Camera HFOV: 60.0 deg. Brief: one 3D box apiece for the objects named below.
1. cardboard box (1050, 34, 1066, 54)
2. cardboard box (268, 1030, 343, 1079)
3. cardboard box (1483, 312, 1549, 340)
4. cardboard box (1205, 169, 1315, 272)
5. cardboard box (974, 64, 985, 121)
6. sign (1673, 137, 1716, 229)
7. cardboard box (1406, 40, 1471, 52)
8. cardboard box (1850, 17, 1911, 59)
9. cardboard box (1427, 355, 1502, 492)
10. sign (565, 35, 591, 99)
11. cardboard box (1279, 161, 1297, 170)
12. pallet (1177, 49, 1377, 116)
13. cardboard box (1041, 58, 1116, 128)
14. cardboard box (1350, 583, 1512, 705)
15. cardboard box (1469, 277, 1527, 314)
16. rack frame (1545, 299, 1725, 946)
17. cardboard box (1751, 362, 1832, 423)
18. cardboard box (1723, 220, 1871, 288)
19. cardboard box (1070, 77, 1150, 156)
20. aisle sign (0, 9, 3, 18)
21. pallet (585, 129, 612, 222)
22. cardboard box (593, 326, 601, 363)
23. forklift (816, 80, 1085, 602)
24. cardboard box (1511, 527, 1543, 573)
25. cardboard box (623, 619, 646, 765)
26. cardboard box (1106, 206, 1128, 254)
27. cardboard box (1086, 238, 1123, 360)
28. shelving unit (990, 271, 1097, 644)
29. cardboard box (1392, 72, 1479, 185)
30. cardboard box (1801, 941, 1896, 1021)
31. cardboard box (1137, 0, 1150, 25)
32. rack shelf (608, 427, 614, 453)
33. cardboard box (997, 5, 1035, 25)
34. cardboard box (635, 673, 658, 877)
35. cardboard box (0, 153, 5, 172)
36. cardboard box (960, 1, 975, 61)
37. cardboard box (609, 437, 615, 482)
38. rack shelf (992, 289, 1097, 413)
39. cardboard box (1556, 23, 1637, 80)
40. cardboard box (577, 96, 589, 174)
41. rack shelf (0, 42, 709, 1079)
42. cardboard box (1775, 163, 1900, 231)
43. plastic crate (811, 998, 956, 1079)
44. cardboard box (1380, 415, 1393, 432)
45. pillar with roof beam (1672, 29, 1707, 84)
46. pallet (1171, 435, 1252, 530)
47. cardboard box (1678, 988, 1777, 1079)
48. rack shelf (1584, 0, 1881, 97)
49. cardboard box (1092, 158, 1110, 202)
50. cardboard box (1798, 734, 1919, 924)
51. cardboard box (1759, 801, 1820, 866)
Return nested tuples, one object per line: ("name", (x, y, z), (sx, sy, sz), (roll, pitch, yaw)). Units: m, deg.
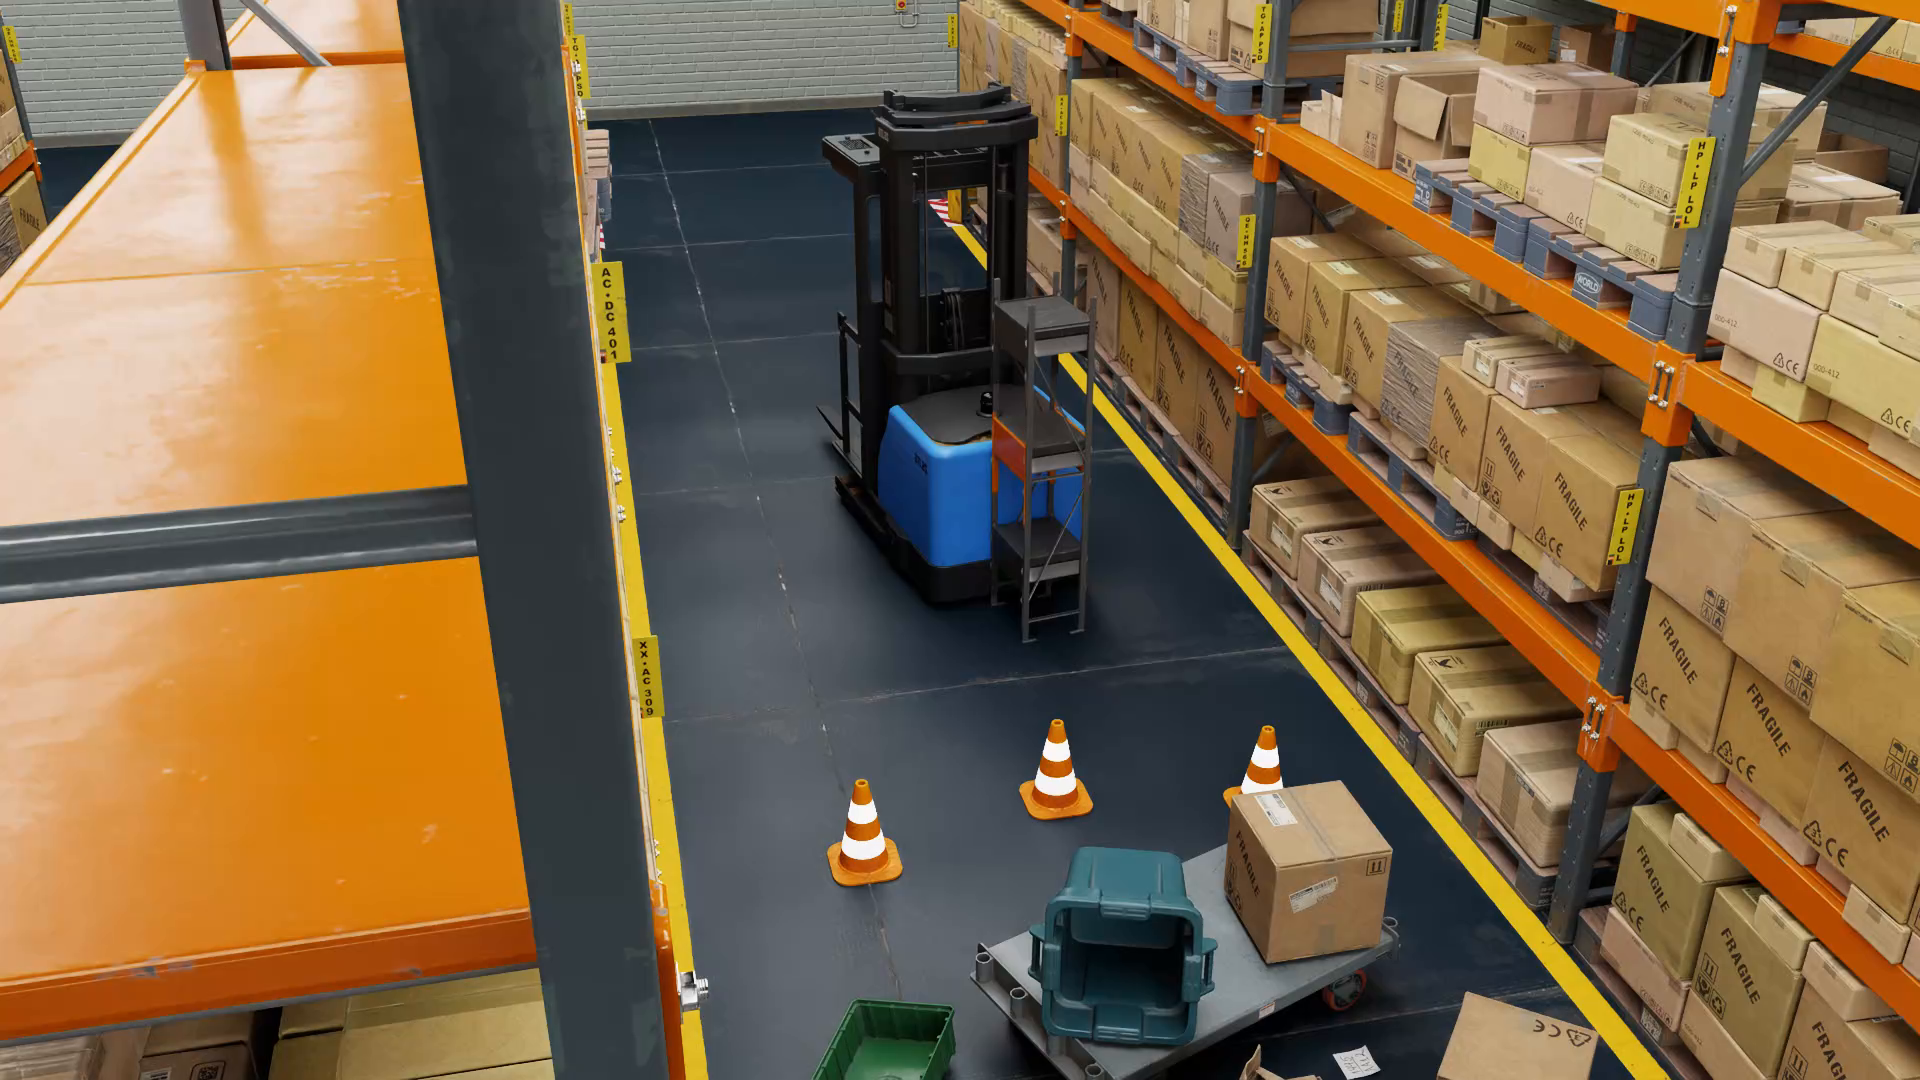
("cardboard box", (0.989, -4.223, 14.193), (0.380, 0.149, 0.250), (-6, 27, -12))
("cardboard box", (-0.586, 0.838, 2.037), (0.500, 0.250, 0.500), (-6, 27, -12))
("cardboard box", (3.007, -0.853, 8.549), (0.500, 0.500, 0.500), (-7, 28, -14))
("cardboard box", (1.899, -2.037, 10.583), (0.500, 0.500, 0.500), (-7, 28, -13))
("cardboard box", (0.437, -4.444, 16.460), (0.500, 0.500, 0.500), (-6, 27, -12))
("sign", (2.631, -1.278, 5.959), (0.100, 0.325, 0.005), (-6, 27, -12))
("cardboard box", (5.142, -5.203, 17.912), (0.500, 0.250, 0.500), (-6, 27, -11))
("cardboard box", (6.639, -3.545, 11.629), (0.500, 0.250, 0.500), (-6, 27, -11))
("cardboard box", (2.620, -0.579, 8.008), (0.500, 0.500, 0.500), (-5, 27, -10))
("sign", (-1.987, -2.457, 8.645), (0.100, 0.325, 0.005), (-6, 27, -12))
("cardboard box", (2.276, -2.295, 11.094), (0.500, 0.500, 0.500), (-6, 27, -11))
("pallet", (2.073, -2.878, 10.350), (1.213, 0.211, 1.003), (-5, 27, -9))
("cardboard box", (0.993, -3.772, 14.020), (0.500, 0.500, 0.500), (-6, 27, -12))
("cardboard box", (2.727, 0.545, 9.137), (0.950, 0.372, 0.625), (-5, 27, -10))
("cardboard box", (2.914, -1.311, 8.738), (0.380, 0.149, 0.250), (-7, 28, -14))
("rack frame", (3.171, 0.410, 6.955), (1.000, 3.000, 0.127), (-6, 27, -12))
("cardboard box", (3.005, -0.534, 5.776), (0.380, 0.149, 0.250), (-6, 27, -12))
("cardboard box", (2.924, -1.001, 5.817), (0.380, 0.149, 0.250), (-6, 27, -13))
("cardboard box", (1.188, -3.371, 13.225), (0.500, 0.500, 0.500), (-6, 27, -11))
("aisle sign", (-8.912, -5.074, 14.936), (0.394, 0.787, 0.004), (-6, 27, -12))
("pallet", (-2.333, -1.776, 8.168), (1.213, 0.211, 1.003), (-5, 27, -9))
("cardboard box", (-1.067, -0.399, 4.046), (0.380, 0.149, 0.250), (-5, 27, -11))
("forklift", (-0.227, -1.570, 10.953), (1.130, 2.935, 3.031), (-10, 28, -19))
("cardboard box", (2.744, 0.019, 7.542), (0.380, 0.149, 0.250), (-7, 28, -13))
("cardboard box", (-0.720, 0.273, 2.715), (0.380, 0.149, 0.250), (-6, 27, -12))
("cardboard box", (1.429, -2.361, 12.613), (0.500, 0.250, 0.500), (-6, 27, -12))
("cardboard box", (1.586, -2.077, 13.774), (0.875, 0.875, 0.875), (-5, 27, -10))
("shelving unit", (0.468, -0.458, 9.675), (0.431, 2.100, 0.503), (-10, 28, -19))
("cardboard box", (2.642, -2.064, 8.414), (0.797, 0.503, 0.637), (-6, 27, -12))
("cardboard box", (3.192, 1.516, 5.796), (0.380, 0.149, 0.250), (-4, 27, -9))
("cardboard box", (1.439, -3.731, 11.513), (0.396, 0.266, 0.258), (-4, 27, -7))
("rack shelf", (-2.981, -1.356, 11.252), (1.077, 0.370, 4.000), (-6, 27, -12))
("cardboard box", (0.555, -4.884, 15.503), (0.380, 0.149, 0.250), (-6, 27, -11))
("cardboard box", (-1.342, 0.803, 4.812), (0.875, 0.550, 0.550), (-6, 27, -12))
("cardboard box", (-8.616, -3.282, 14.549), (0.380, 0.149, 0.250), (-5, 27, -11))
("cardboard box", (0.298, -5.109, 16.670), (0.500, 0.500, 0.500), (-7, 28, -13))
("cardboard box", (-1.118, -0.151, 4.439), (0.380, 0.149, 0.250), (-6, 27, -11))
("rack shelf", (0.468, -1.071, 9.365), (0.431, 0.518, 0.480), (-10, 28, -19))
("cardboard box", (6.127, -4.689, 16.062), (0.500, 0.500, 0.500), (-7, 28, -13))
("cardboard box", (-2.002, -1.902, 7.729), (0.500, 0.311, 0.500), (-6, 27, -12))
("rack shelf", (-1.178, -0.343, 3.032), (1.077, 0.370, 4.000), (-6, 27, -12))
("cardboard box", (3.430, -1.347, 6.807), (0.500, 0.250, 0.500), (-7, 28, -13))
("plastic crate", (-0.313, 2.130, 6.604), (0.450, 0.188, 0.662), (-2, 25, 20))
("cardboard box", (2.484, -0.667, 8.901), (0.380, 0.149, 0.250), (-5, 27, -10))
("pillar with roof beam", (2.731, -6.246, 13.484), (9.100, 9.000, 0.400), (-6, 27, -12))
("pallet", (2.166, -0.455, 11.763), (1.003, 0.211, 1.213), (-6, 27, -12))
("cardboard box", (3.173, 1.970, 6.451), (0.500, 0.250, 0.500), (-4, 27, -9))
("rack shelf", (2.721, -2.646, 7.595), (1.077, 0.370, 4.000), (-6, 27, -12))
("cardboard box", (1.338, -2.810, 12.947), (0.500, 0.250, 0.500), (-6, 27, -11))
("cardboard box", (3.235, 0.894, 5.556), (0.500, 0.500, 0.500), (-6, 27, -12))
("cardboard box", (3.149, 1.024, 6.017), (0.380, 0.149, 0.250), (-5, 27, -10))
